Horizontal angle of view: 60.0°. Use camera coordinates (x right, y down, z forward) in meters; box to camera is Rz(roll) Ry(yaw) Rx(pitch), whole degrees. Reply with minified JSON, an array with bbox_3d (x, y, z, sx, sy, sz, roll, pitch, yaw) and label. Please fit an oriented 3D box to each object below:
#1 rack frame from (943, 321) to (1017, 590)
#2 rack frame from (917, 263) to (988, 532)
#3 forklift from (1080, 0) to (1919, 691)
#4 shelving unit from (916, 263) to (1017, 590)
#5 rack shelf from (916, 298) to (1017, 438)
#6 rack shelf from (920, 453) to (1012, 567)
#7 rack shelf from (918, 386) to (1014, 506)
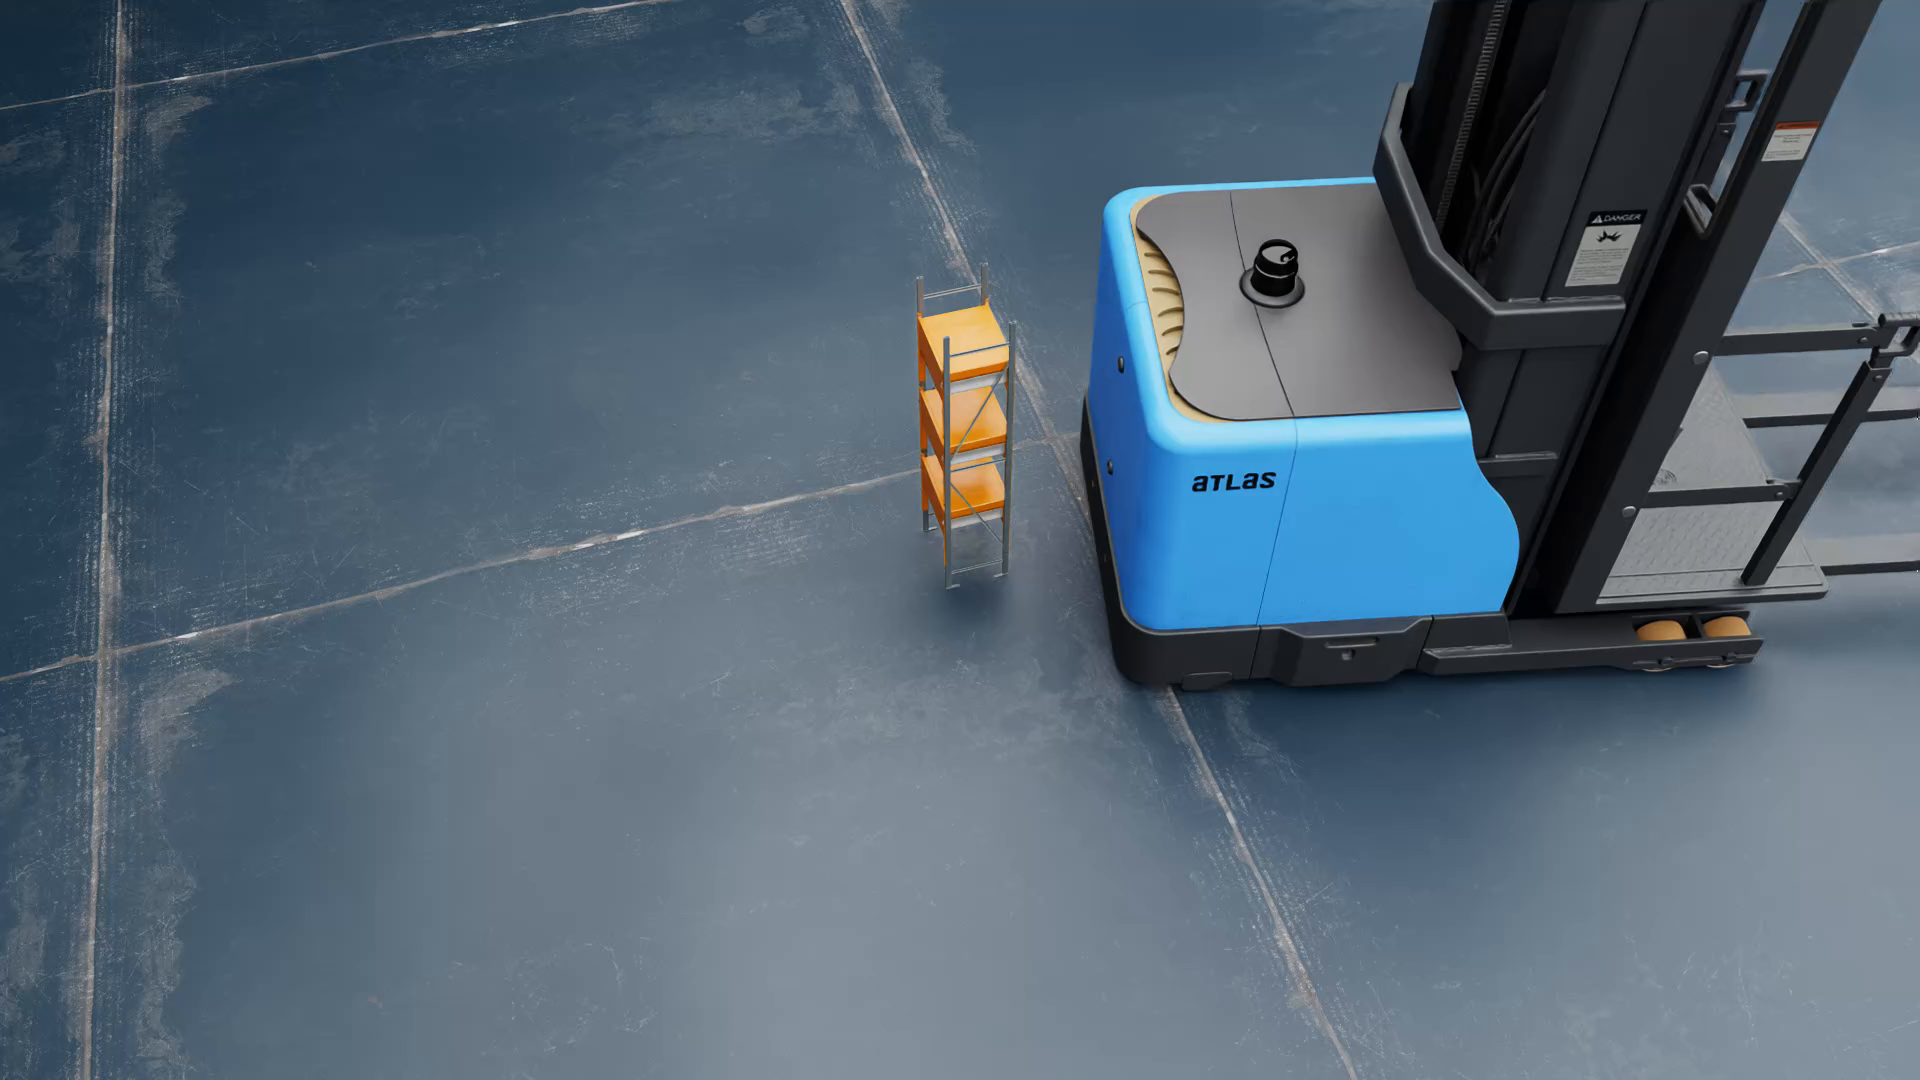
[{"bbox_3d":[0.052,-0.210,4.741,0.200,1.050,0.008,-13,51,-11],"label":"rack frame"},{"bbox_3d":[-0.020,-0.388,4.891,0.200,1.050,0.008,-13,51,-11],"label":"rack frame"},{"bbox_3d":[1.932,-0.959,4.141,3.031,2.935,1.130,-3,50,-3],"label":"forklift"},{"bbox_3d":[0.016,-0.299,4.816,0.215,1.050,0.252,-13,51,-11],"label":"shelving unit"},{"bbox_3d":[0.016,-0.475,4.607,0.215,0.259,0.240,-13,51,-11],"label":"rack shelf"},{"bbox_3d":[0.016,-0.113,5.036,0.215,0.259,0.240,-13,51,-11],"label":"rack shelf"},{"bbox_3d":[0.016,-0.292,4.824,0.215,0.259,0.240,-13,51,-11],"label":"rack shelf"}]
